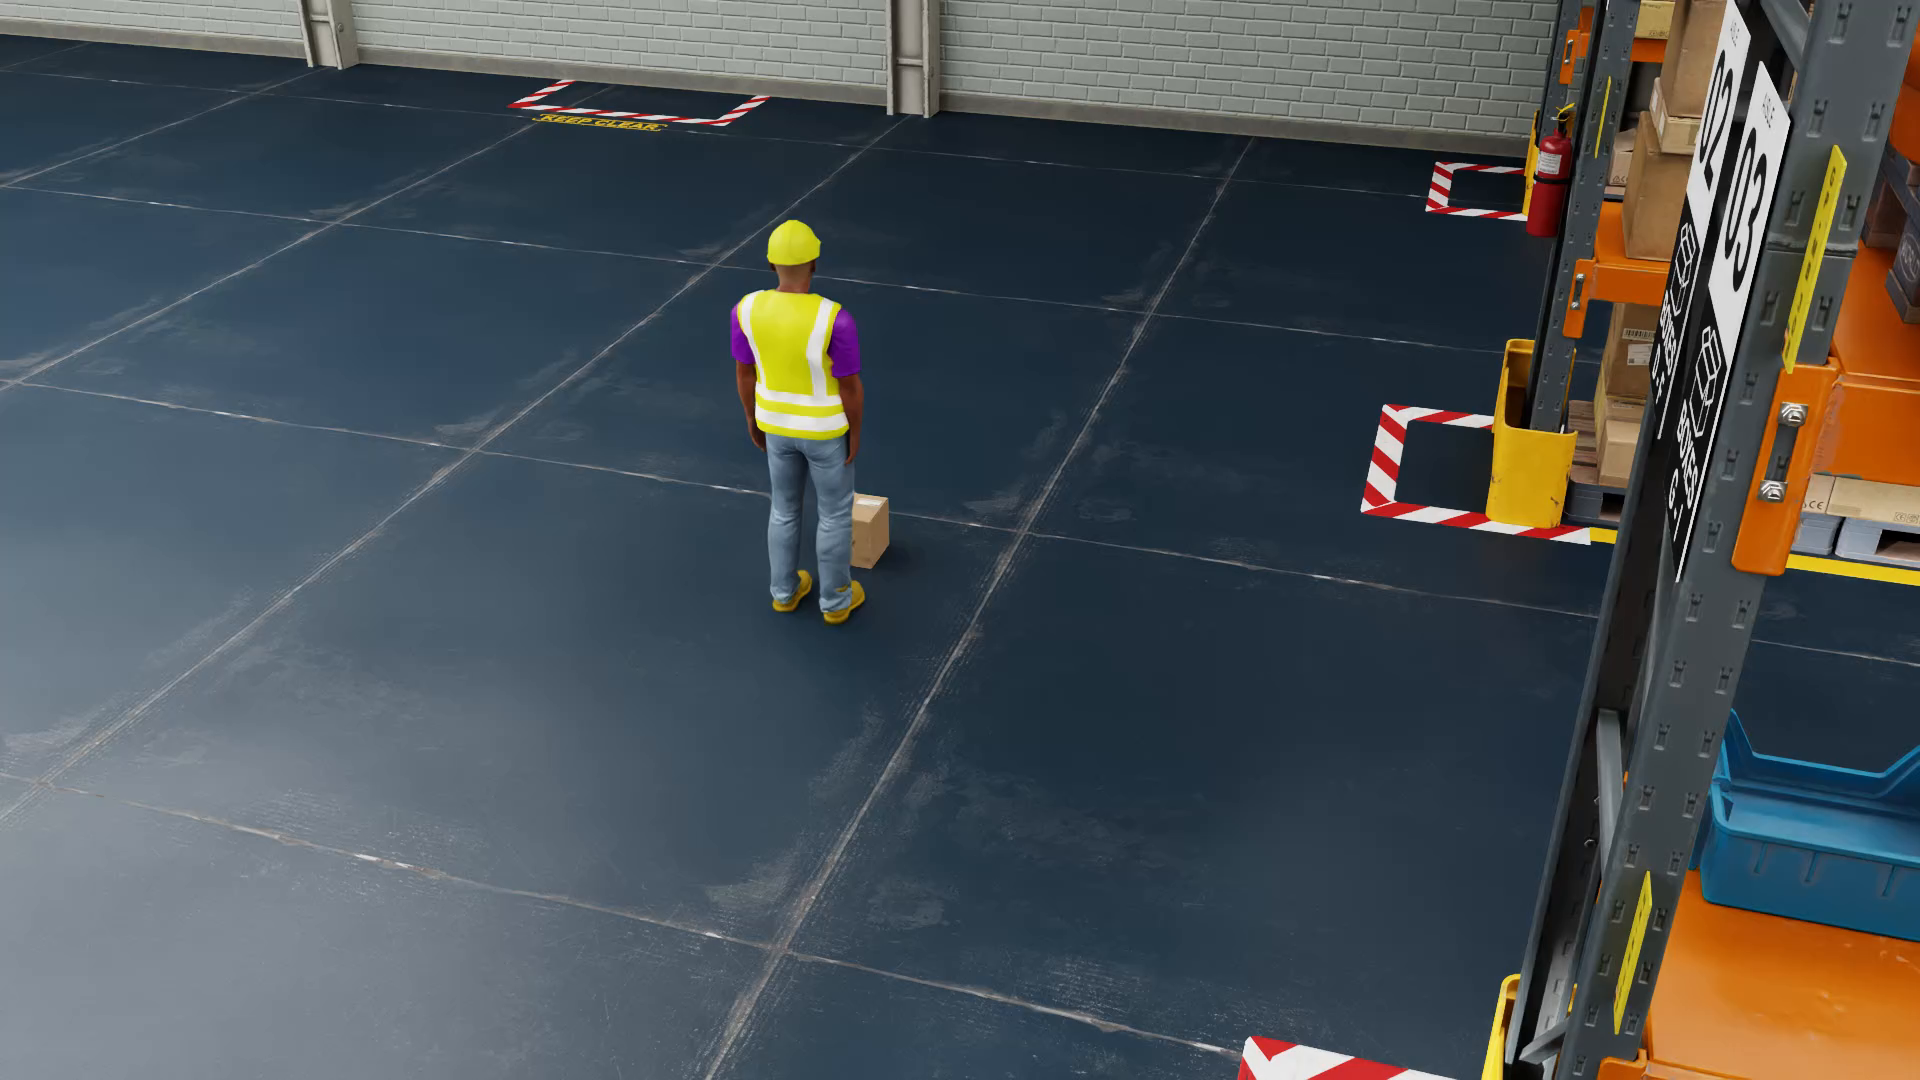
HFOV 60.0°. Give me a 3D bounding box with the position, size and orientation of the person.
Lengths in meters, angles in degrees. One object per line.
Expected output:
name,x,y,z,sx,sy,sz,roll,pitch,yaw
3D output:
person,-0.655,-0.486,6.981,0.562,1.761,0.361,9,30,16
